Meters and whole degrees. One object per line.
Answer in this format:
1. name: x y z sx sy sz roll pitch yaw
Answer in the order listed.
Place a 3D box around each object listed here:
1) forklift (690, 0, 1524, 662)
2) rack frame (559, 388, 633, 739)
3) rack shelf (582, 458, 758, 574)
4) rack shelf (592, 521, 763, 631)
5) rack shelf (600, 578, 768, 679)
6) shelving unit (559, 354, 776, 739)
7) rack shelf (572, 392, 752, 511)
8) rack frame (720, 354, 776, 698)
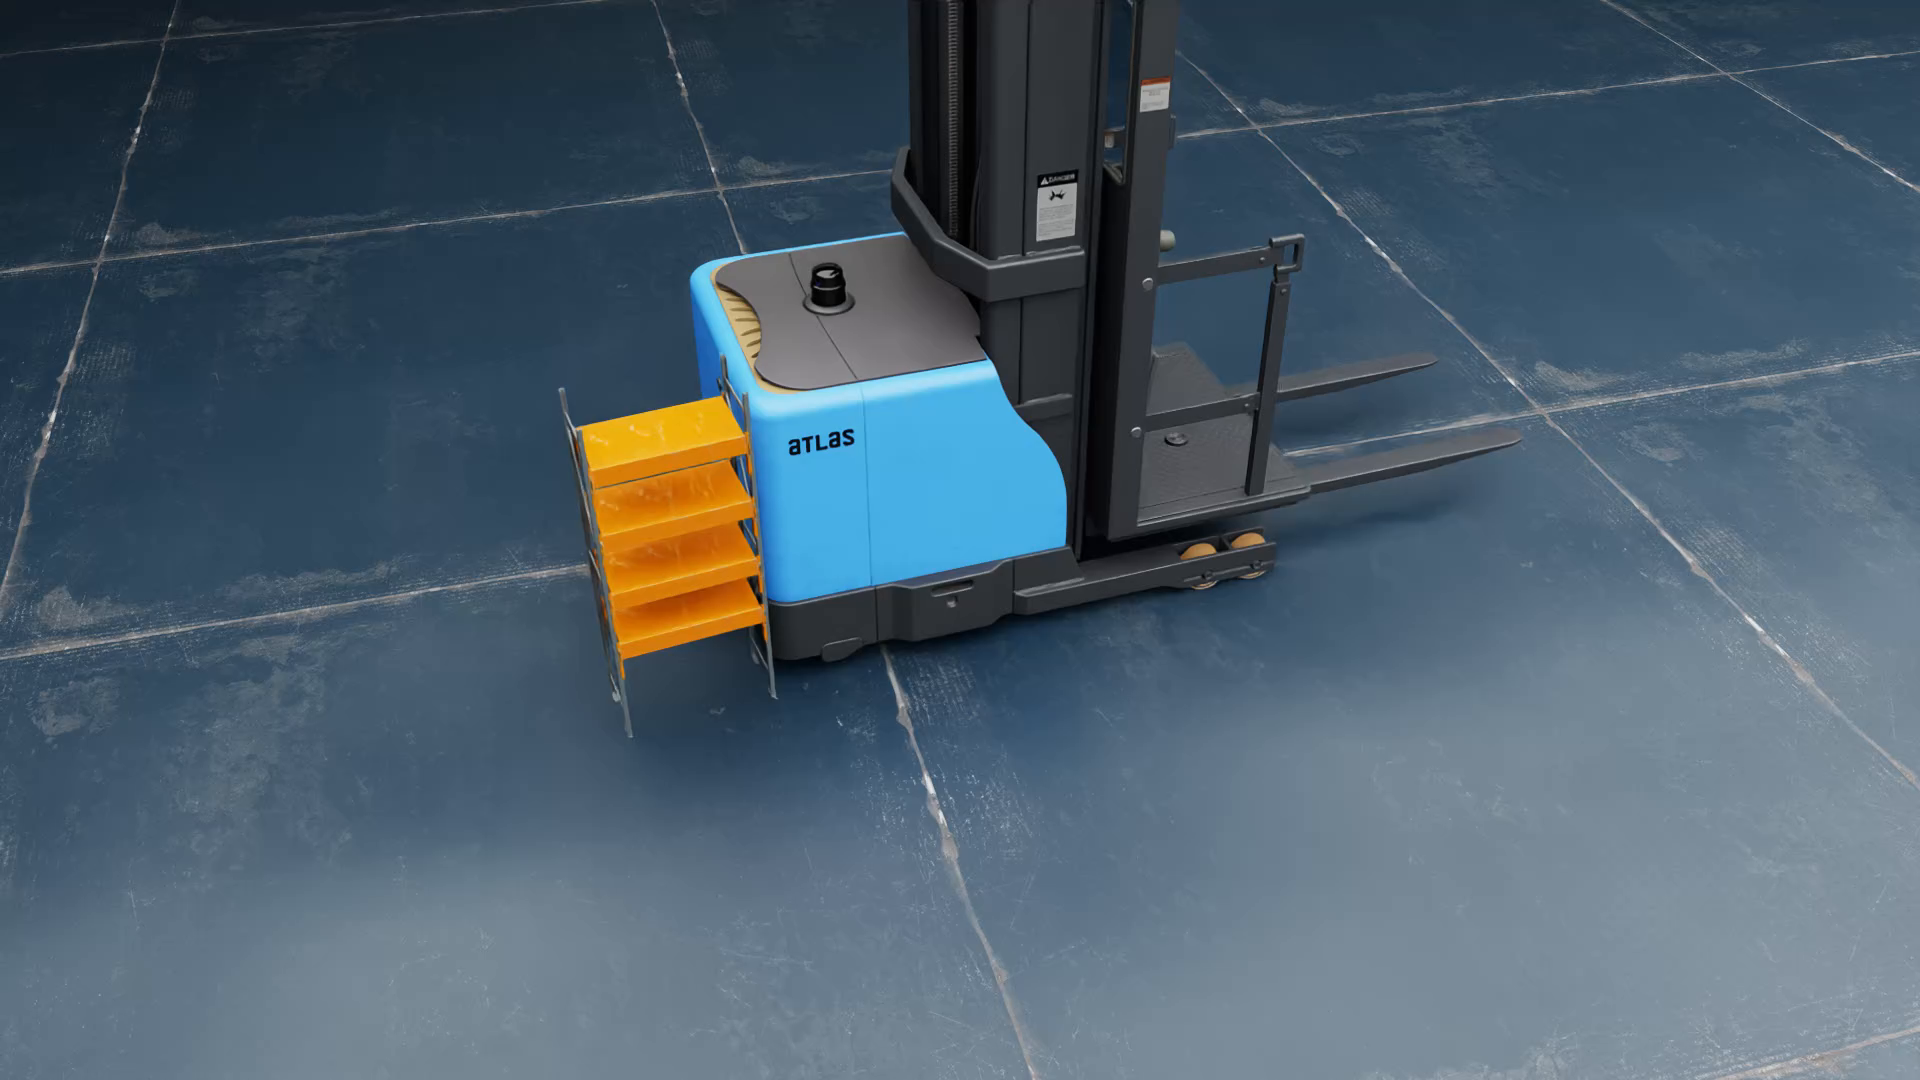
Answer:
1. forklift: 0.629 -1.278 5.509 3.031 2.935 1.130 -12 39 -15
2. rack frame: -1.118 0.101 5.131 0.015 1.200 0.240 -15 40 -18
3. rack shelf: -0.893 -0.082 5.112 0.480 0.148 0.258 -15 40 -18
4. rack shelf: -0.893 0.096 5.248 0.480 0.148 0.258 -15 40 -18
5. rack shelf: -0.893 0.254 5.368 0.480 0.148 0.258 -15 40 -18
6. shelving unit: -0.893 0.043 5.207 0.503 1.200 0.258 -15 40 -18
7. rack shelf: -0.893 -0.270 4.968 0.480 0.148 0.258 -15 40 -18
8. rack frame: -0.669 -0.016 5.283 0.015 1.200 0.240 -15 40 -18
